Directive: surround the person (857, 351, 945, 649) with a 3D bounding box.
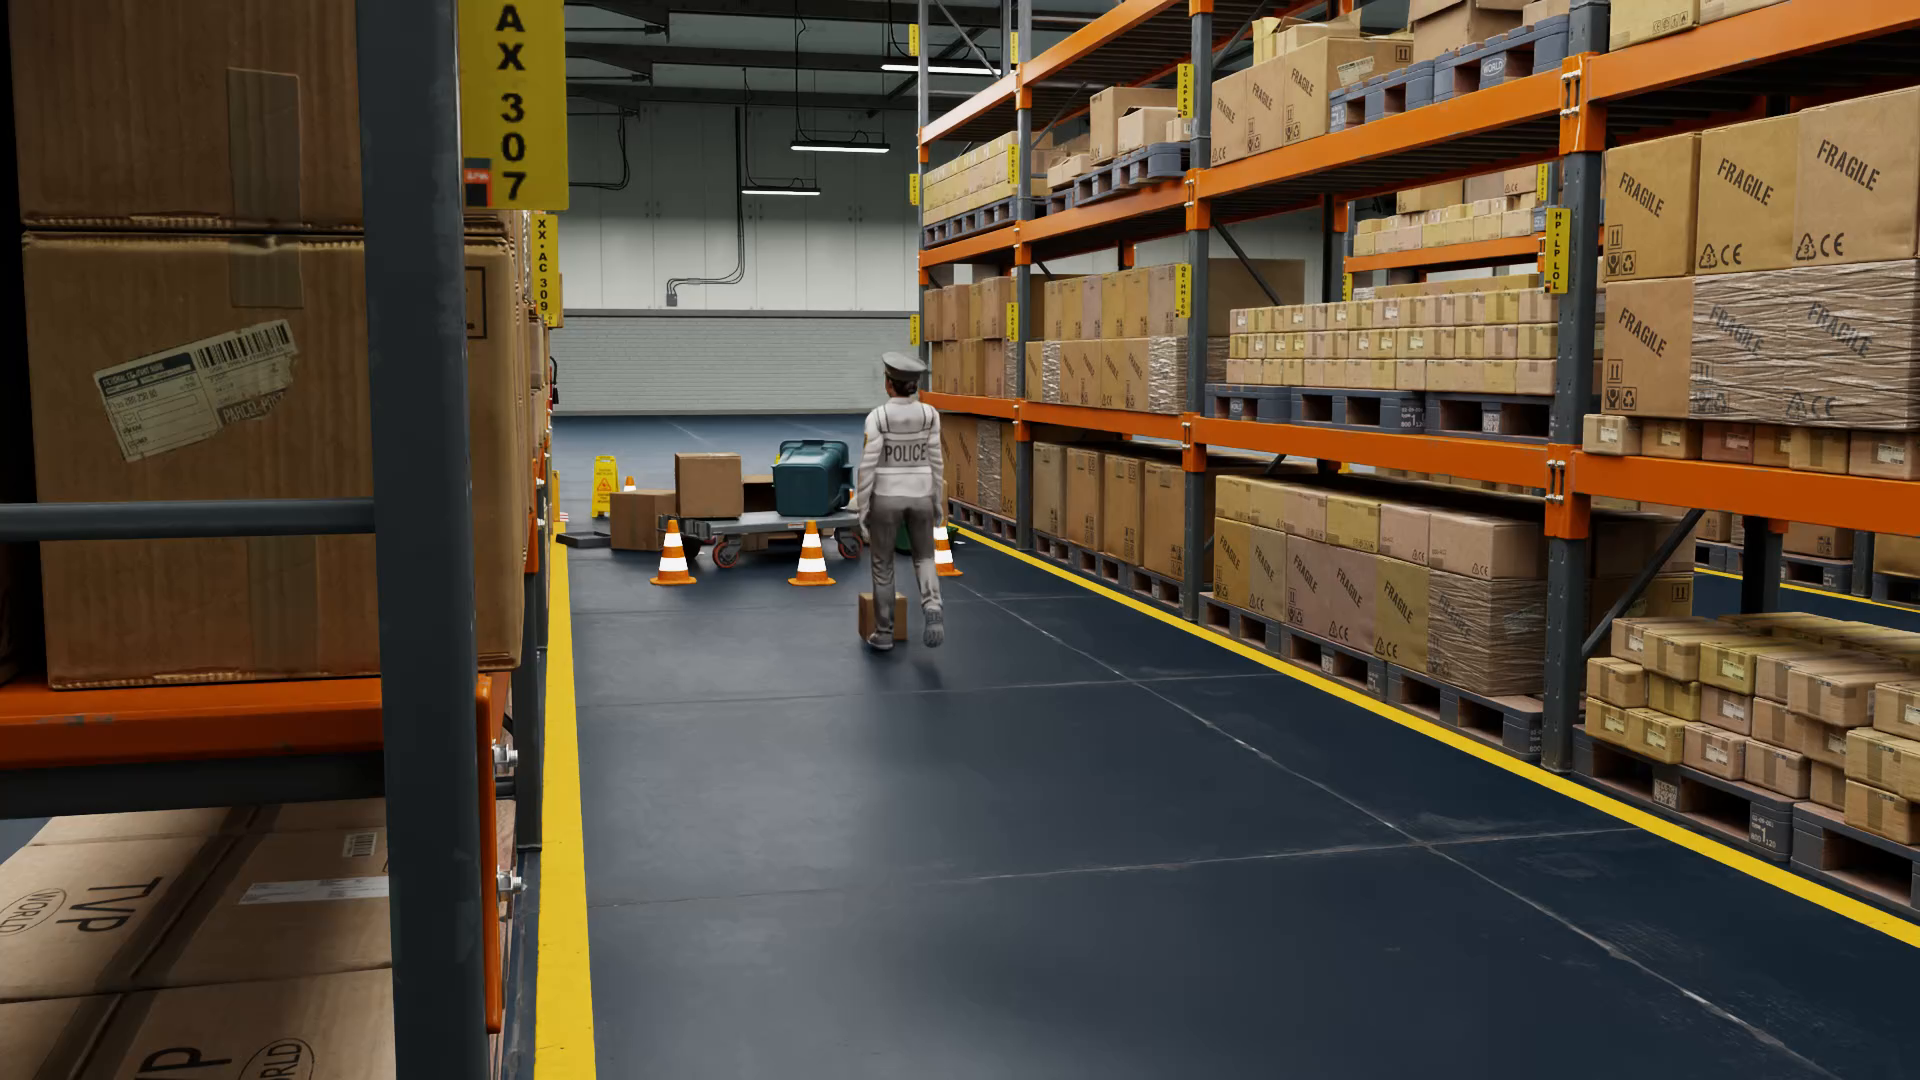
[{"bbox_3d":[-0.336,-0.210,9.249,0.521,1.675,0.643,-2,7,-18],"label":"person"}]
